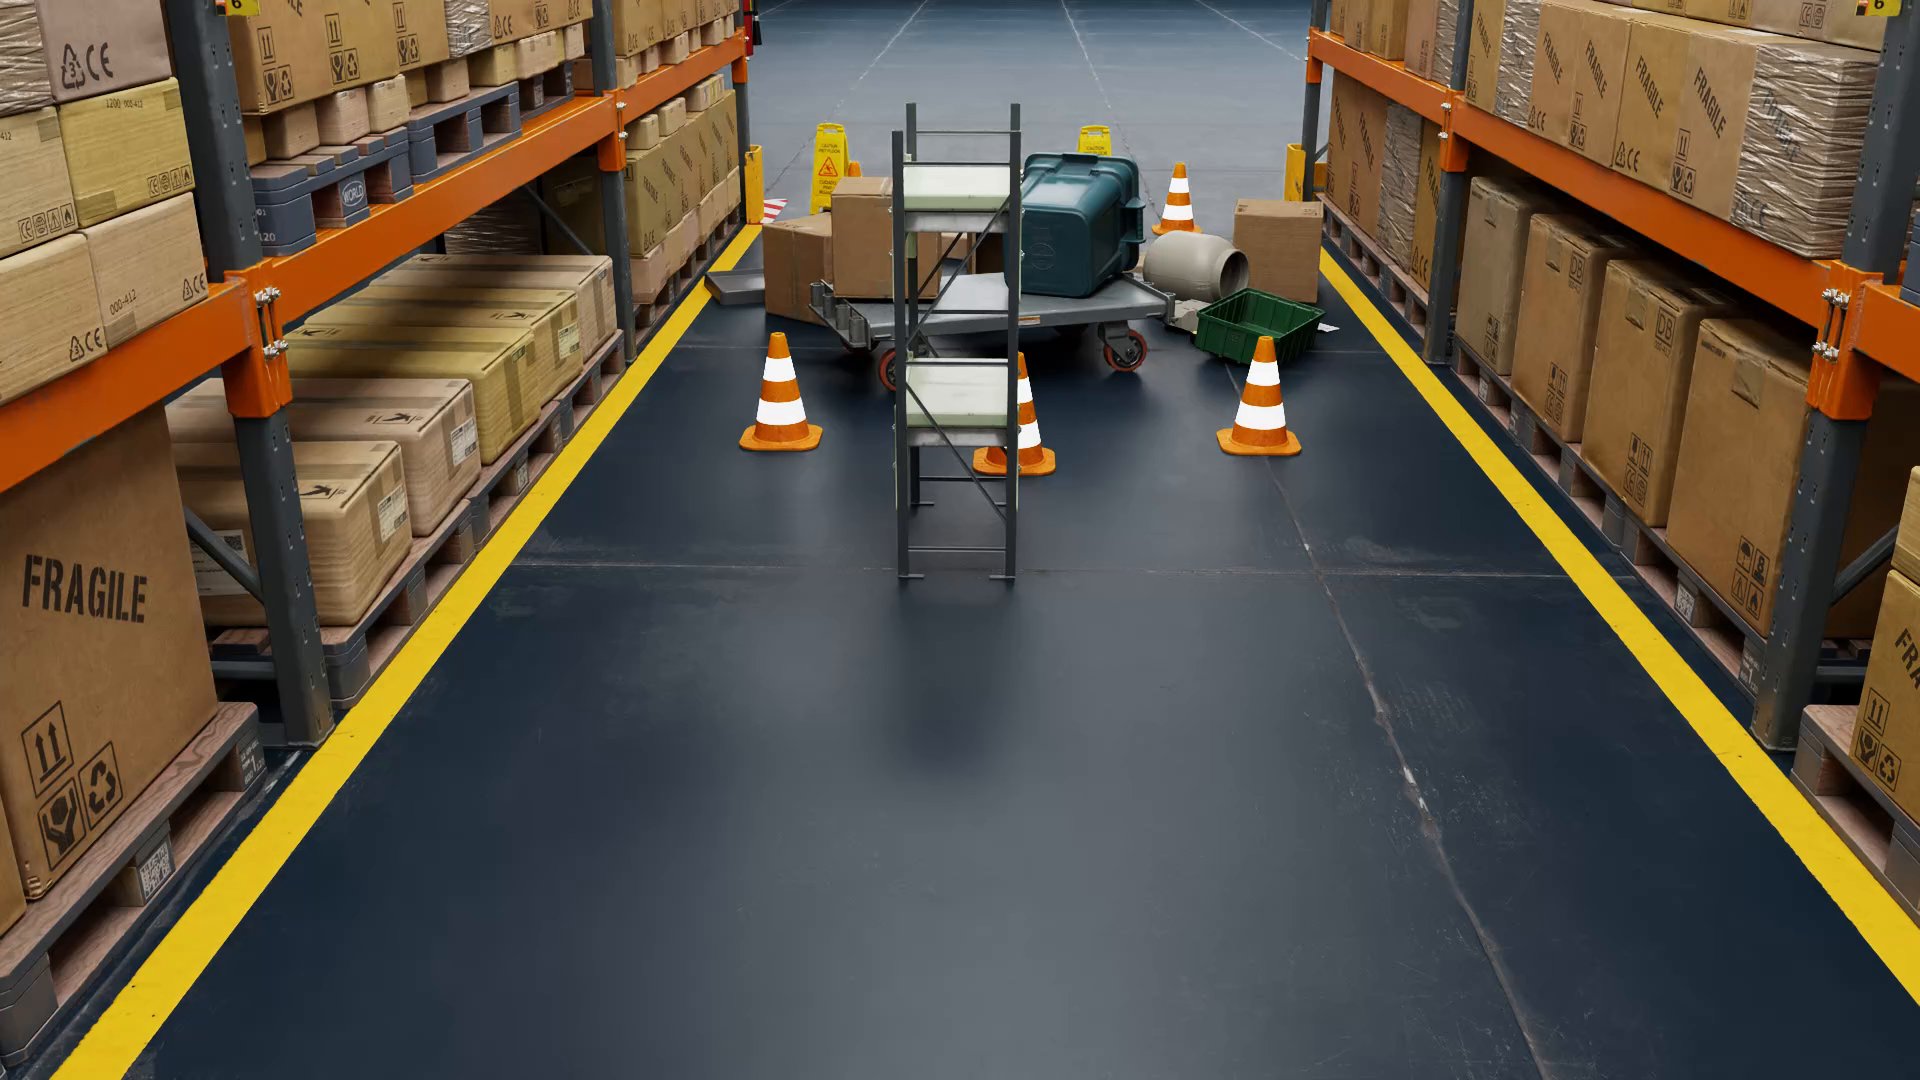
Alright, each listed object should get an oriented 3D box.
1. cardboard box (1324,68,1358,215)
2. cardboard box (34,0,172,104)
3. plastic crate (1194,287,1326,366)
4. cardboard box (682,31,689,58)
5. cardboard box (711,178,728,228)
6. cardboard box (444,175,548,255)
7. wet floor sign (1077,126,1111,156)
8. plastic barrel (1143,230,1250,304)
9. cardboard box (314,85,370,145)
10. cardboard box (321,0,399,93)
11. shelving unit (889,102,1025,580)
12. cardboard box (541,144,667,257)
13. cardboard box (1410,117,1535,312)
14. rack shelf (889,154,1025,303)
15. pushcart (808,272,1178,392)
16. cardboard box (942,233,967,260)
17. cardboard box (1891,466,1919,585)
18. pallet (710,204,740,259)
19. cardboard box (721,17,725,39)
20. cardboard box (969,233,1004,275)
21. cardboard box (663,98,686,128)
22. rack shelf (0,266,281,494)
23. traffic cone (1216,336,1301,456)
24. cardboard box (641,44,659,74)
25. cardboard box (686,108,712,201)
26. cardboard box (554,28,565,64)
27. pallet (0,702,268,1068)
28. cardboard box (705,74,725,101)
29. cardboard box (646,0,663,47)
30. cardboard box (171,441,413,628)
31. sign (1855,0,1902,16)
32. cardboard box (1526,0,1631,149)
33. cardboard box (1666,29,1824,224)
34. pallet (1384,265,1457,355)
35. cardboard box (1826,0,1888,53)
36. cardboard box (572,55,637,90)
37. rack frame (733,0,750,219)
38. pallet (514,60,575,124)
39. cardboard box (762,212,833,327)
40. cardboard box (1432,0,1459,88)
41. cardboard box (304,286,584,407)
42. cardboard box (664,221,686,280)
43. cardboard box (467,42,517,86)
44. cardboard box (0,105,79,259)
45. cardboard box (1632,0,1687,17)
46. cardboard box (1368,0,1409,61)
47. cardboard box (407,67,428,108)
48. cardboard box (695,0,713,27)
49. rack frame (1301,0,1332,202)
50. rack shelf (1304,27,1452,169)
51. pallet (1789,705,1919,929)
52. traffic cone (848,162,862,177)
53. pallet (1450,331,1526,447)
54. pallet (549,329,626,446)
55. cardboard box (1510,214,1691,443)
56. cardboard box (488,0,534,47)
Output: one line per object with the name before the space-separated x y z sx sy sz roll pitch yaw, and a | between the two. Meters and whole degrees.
cardboard box | 2.989 -2.685 11.158 0.875 0.875 0.875 1 21 2
cardboard box | -2.005 -1.174 3.387 0.500 0.500 0.500 0 21 0
plastic crate | 1.517 -1.072 8.454 0.450 0.188 0.662 23 29 25
cardboard box | -1.771 -2.844 9.560 0.380 0.149 0.250 1 21 1
cardboard box | -1.787 -2.175 10.708 0.500 0.250 0.500 1 21 2
cardboard box | -2.379 -1.778 8.647 0.500 0.500 0.500 0 21 1
wet floor sign | 0.965 -2.660 11.993 0.267 0.644 0.232 -3 21 -8
plastic barrel | 1.323 -1.505 9.323 0.512 0.421 0.421 18 27 38
cardboard box | -1.959 -1.245 4.858 0.380 0.149 0.250 -1 21 -2
cardboard box | -1.997 -1.581 4.826 0.500 0.500 0.500 2 21 4
shelving unit | 0.000 -0.702 5.764 0.431 1.500 0.755 1 21 2
cardboard box | -1.841 -1.771 8.630 0.500 0.500 0.500 2 21 4
cardboard box | 2.911 -1.711 8.649 0.875 0.875 0.875 1 21 2
rack shelf | 0.000 -1.065 5.623 0.431 0.370 0.720 1 21 2
pushcart | 0.151 -1.068 8.259 1.648 0.377 0.936 -7 22 -17
cardboard box | -0.028 -1.918 10.768 0.380 0.149 0.250 13 25 29
cardboard box | 2.437 0.034 3.634 0.500 0.250 0.500 0 21 -1
pallet | -2.070 -2.123 11.208 1.003 0.211 1.213 1 21 2
cardboard box | -1.731 -3.303 10.743 0.380 0.149 0.250 0 21 1
cardboard box | 0.449 -1.642 9.377 0.797 0.637 0.503 1 21 2
cardboard box | -1.758 -2.401 9.358 0.380 0.149 0.250 2 21 5
rack shelf | -2.312 0.208 2.342 1.077 0.370 4.000 1 21 2
traffic cone | 1.272 -0.628 7.008 0.336 0.463 0.334 1 21 2
cardboard box | -1.823 -2.568 8.847 0.380 0.149 0.250 1 21 3
cardboard box | -1.806 -2.343 10.105 0.500 0.500 0.500 0 21 0
cardboard box | -1.895 -2.092 7.039 0.380 0.149 0.250 0 21 0
pallet | -2.350 0.733 3.847 1.003 0.211 1.213 1 21 2
cardboard box | -1.715 -2.883 10.601 0.380 0.149 0.250 1 21 3
cardboard box | -1.845 -2.820 8.601 0.500 0.500 0.500 1 21 1
cardboard box | -2.224 -0.026 5.001 0.950 0.372 0.625 -1 21 -2
sign | 2.145 -1.378 3.832 0.100 0.325 0.005 1 21 2
cardboard box | 2.504 -1.775 6.320 0.500 0.500 0.500 1 21 1
cardboard box | 2.462 -1.226 4.903 0.500 0.500 0.500 1 21 2
pallet | 2.923 -1.253 8.967 1.003 0.211 1.213 1 21 2
cardboard box | 2.724 -1.508 4.248 0.700 0.500 0.500 1 21 1
cardboard box | -1.799 -2.290 8.132 0.380 0.149 0.250 1 21 1
rack frame | -2.007 -3.743 11.530 1.000 3.000 0.127 1 21 2
pallet | -2.298 -1.933 7.129 1.003 0.211 1.213 1 21 2
cardboard box | -0.736 -1.505 9.214 0.500 0.500 0.500 18 27 38
cardboard box | 2.821 -2.483 8.073 0.875 0.550 0.550 1 21 2
cardboard box | -2.161 -0.818 7.043 0.950 0.372 0.625 2 21 5
cardboard box | -1.836 -1.615 9.264 0.500 0.250 0.500 2 21 5
cardboard box | -1.914 -1.818 6.334 0.380 0.149 0.250 1 21 2
cardboard box | -2.023 -0.651 3.075 0.500 0.250 0.500 0 21 0
cardboard box | 2.766 -2.061 5.674 0.700 0.500 0.500 0 21 1
cardboard box | 2.865 -3.068 9.583 0.875 0.550 0.500 1 21 2
cardboard box | -2.031 -1.535 5.605 0.380 0.149 0.250 1 21 4
cardboard box | -1.787 -3.368 10.012 0.500 0.500 0.500 1 21 1
rack frame | 2.943 -3.725 11.484 1.000 3.000 0.127 1 21 2
rack shelf | 2.882 -2.667 9.750 1.077 0.370 4.000 1 21 2
pallet | 2.675 0.750 3.805 1.003 0.211 1.213 1 21 2
traffic cone | -0.731 -2.391 11.552 0.336 0.463 0.334 1 21 2
pallet | 2.874 -0.699 7.540 1.003 0.211 1.213 1 21 2
pallet | -2.151 -0.716 7.581 1.003 0.211 1.213 1 21 2
cardboard box | 2.860 -0.852 6.608 1.050 0.750 0.750 1 21 2
cardboard box | -1.949 -2.143 6.275 0.500 0.500 0.500 1 21 3
